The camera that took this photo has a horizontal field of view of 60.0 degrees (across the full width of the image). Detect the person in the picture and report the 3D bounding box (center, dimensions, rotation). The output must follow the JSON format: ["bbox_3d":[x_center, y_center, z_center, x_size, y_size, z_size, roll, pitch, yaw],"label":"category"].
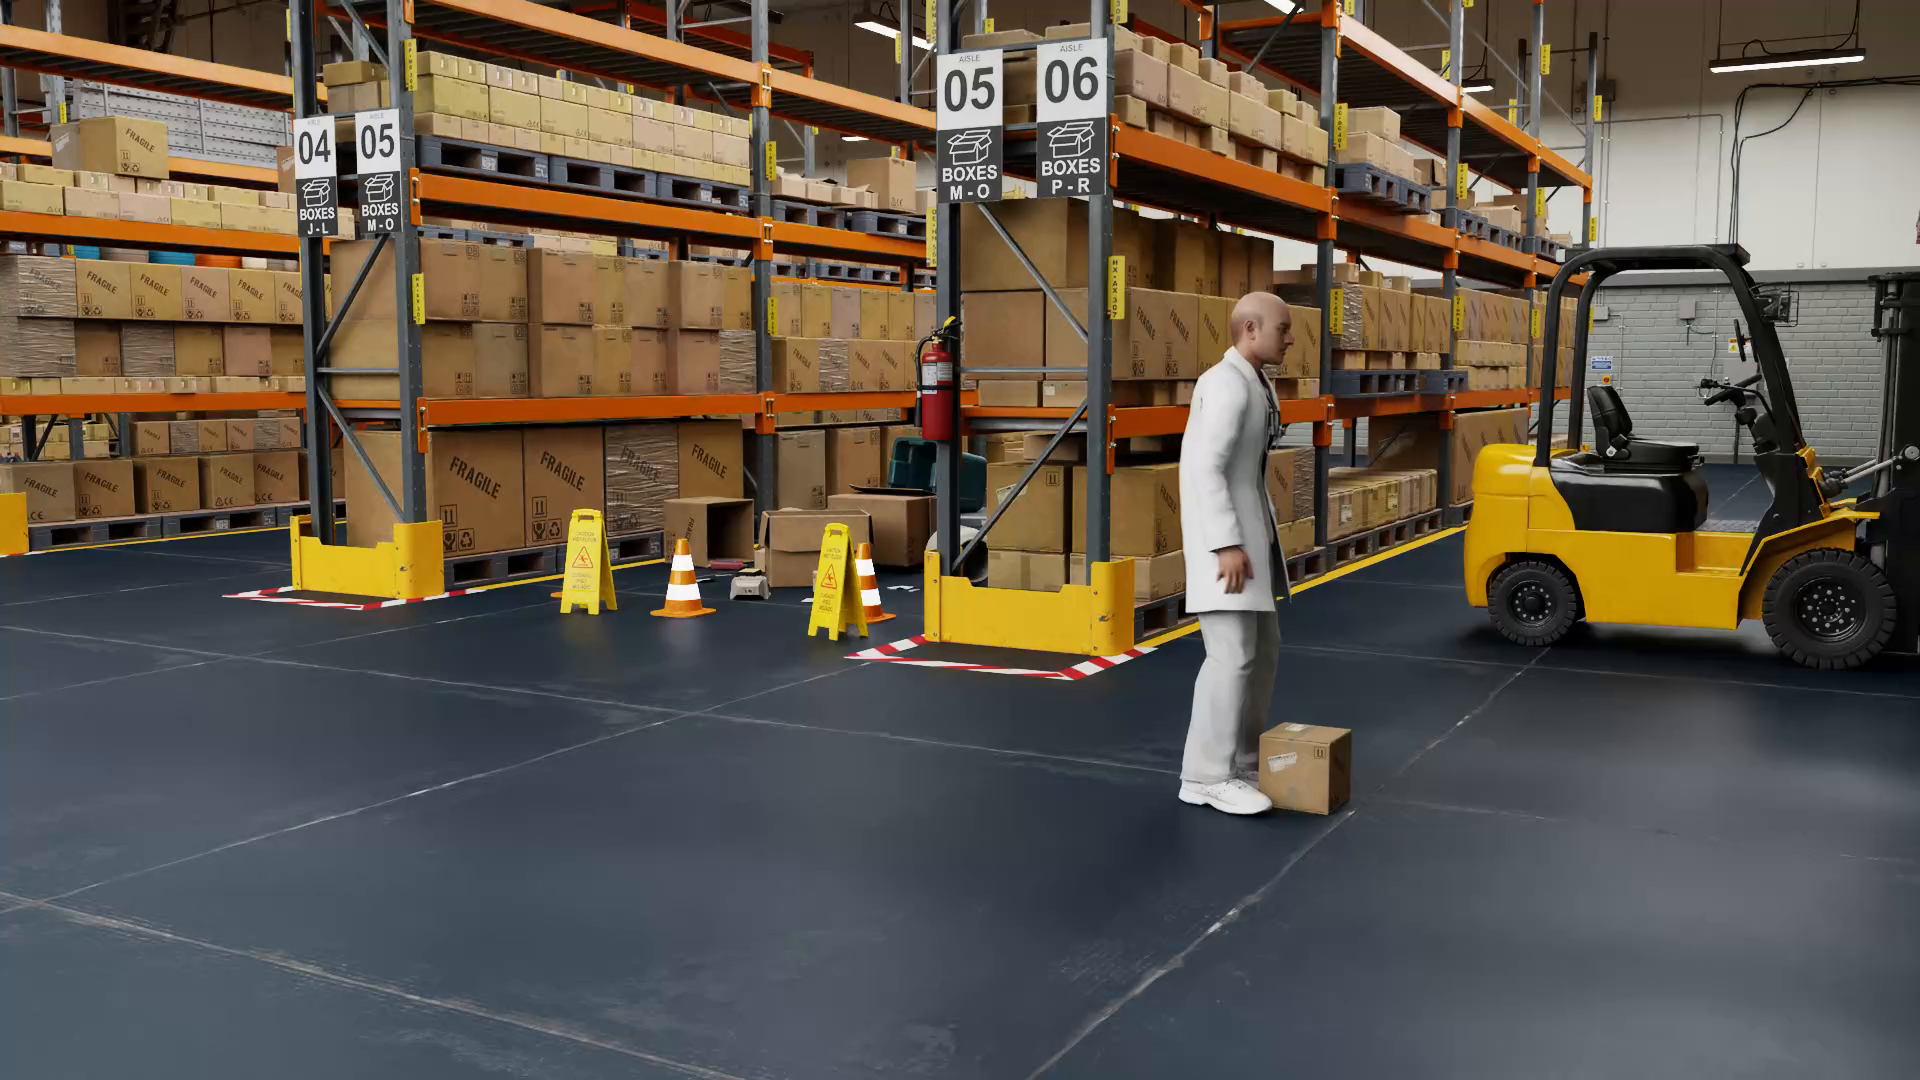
[{"bbox_3d":[0.990,0.022,5.849,0.423,1.774,0.653,3,6,25],"label":"person"}]
